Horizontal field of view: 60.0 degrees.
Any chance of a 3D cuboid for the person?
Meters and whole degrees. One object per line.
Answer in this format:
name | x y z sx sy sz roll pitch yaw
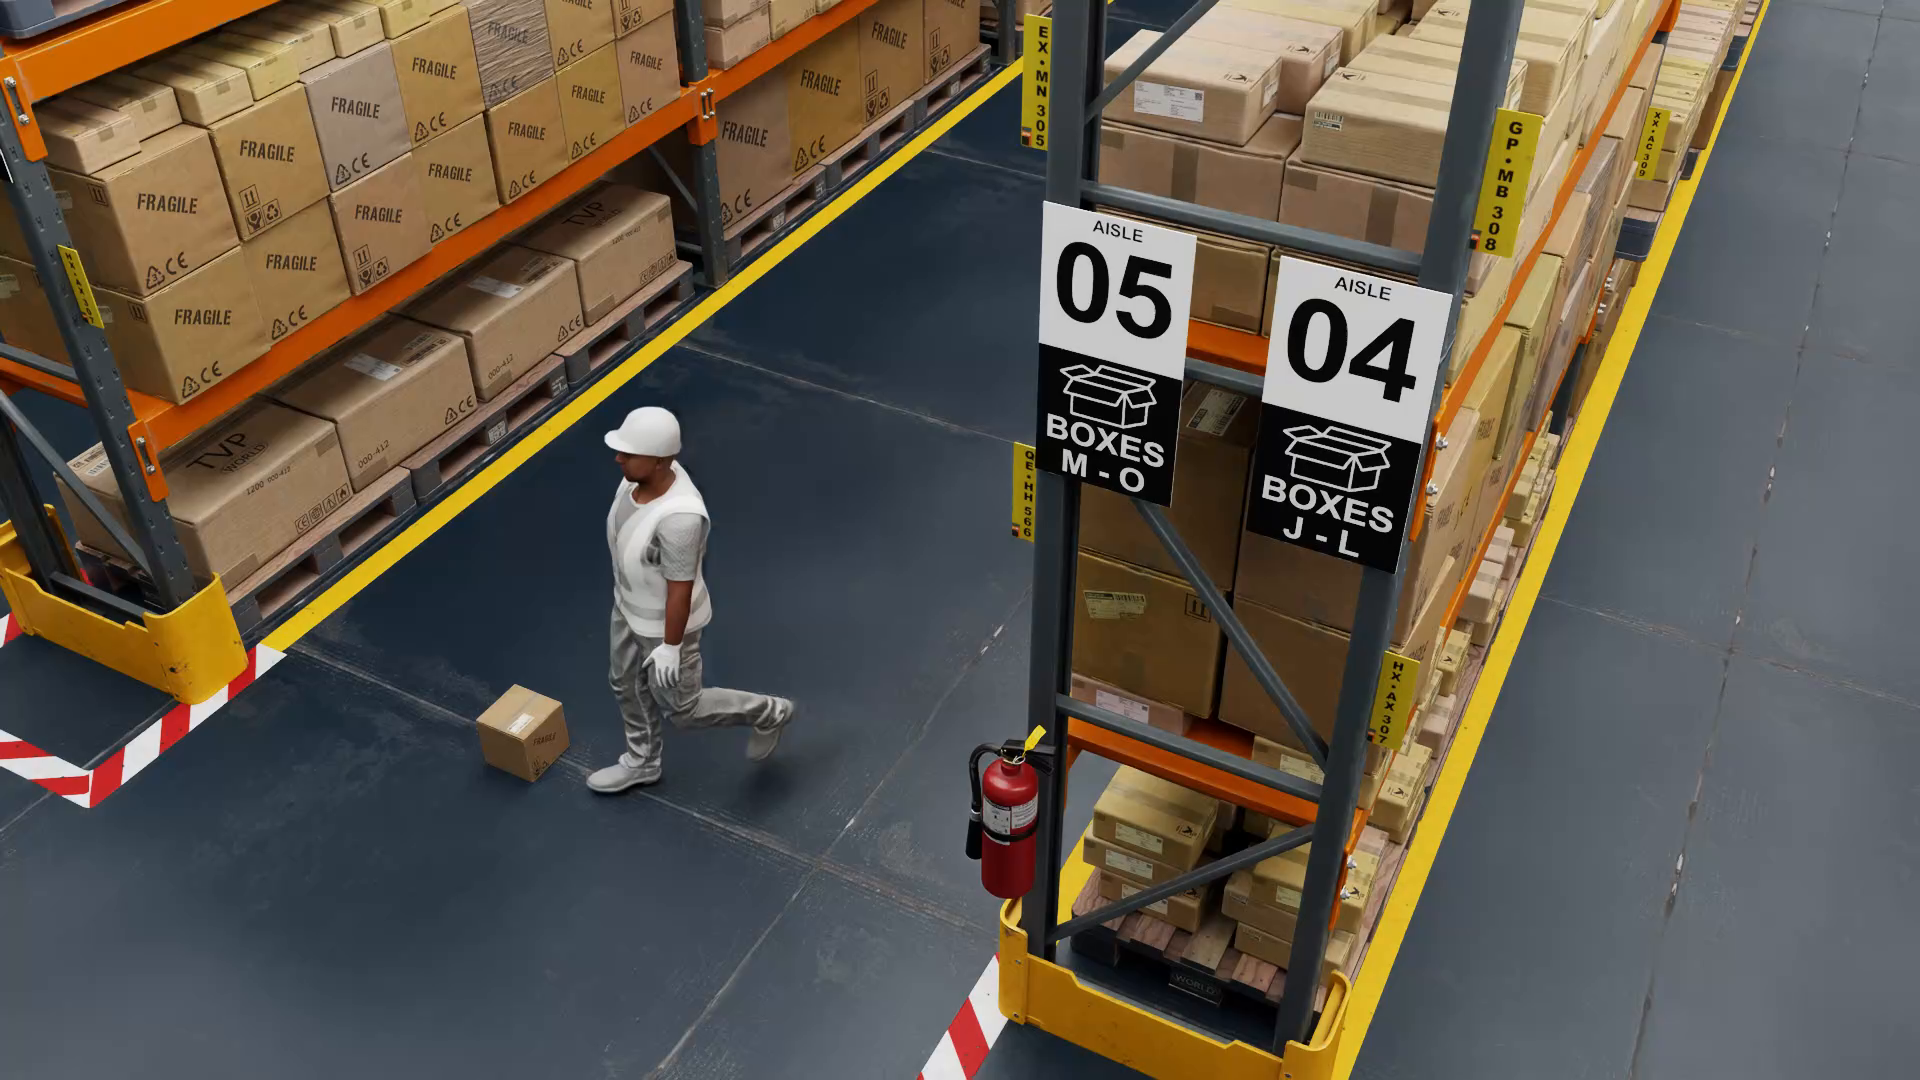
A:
person | -1.115 0.255 6.390 0.846 1.762 0.577 -19 41 -23
